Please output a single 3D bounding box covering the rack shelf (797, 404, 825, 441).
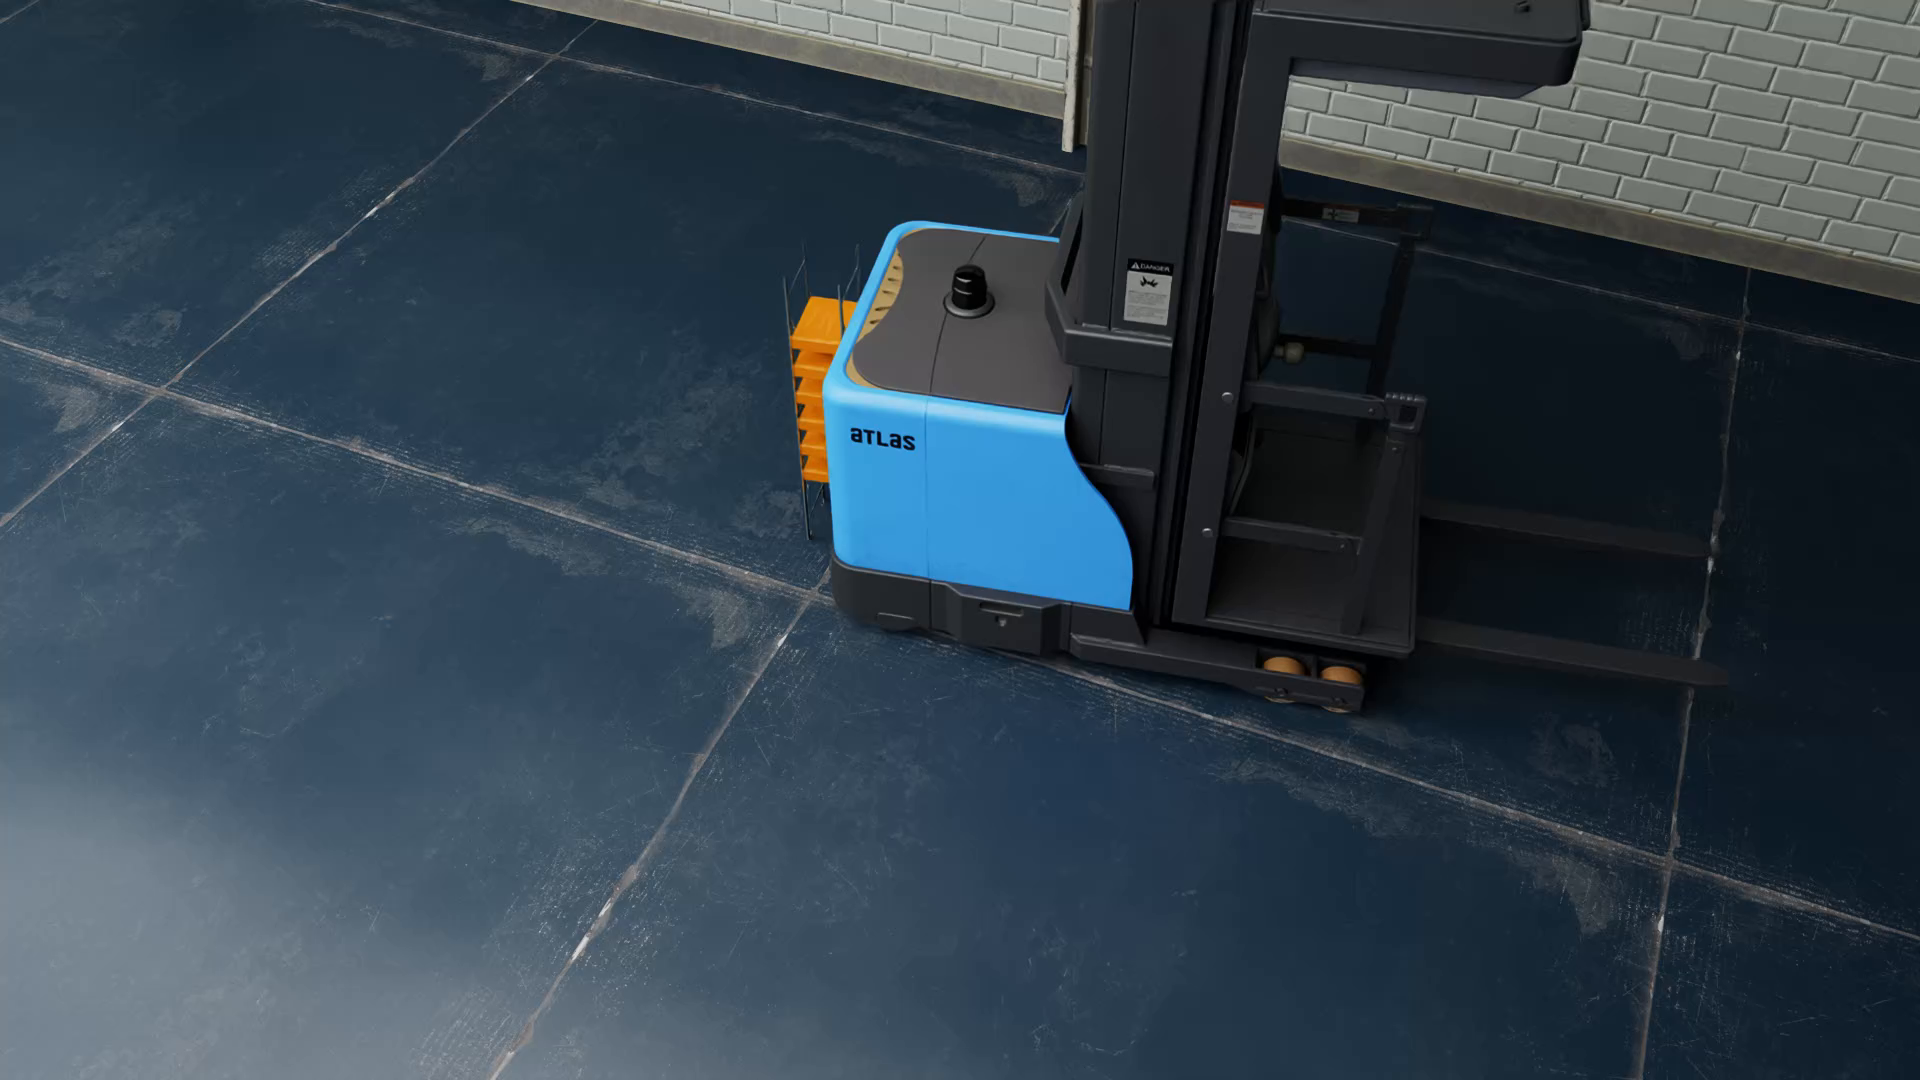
[{"bbox_3d":[-0.456,-0.460,5.924,0.180,0.103,0.258,9,46,9],"label":"rack shelf"}]

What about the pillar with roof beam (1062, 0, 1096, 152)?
[{"bbox_3d":[-0.917,-2.351,2.233,0.400,9.000,9.100,16,47,16],"label":"pillar with roof beam"}]

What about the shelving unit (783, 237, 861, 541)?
[{"bbox_3d":[-0.456,-0.491,5.893,0.189,1.200,0.258,9,46,9],"label":"shelving unit"}]

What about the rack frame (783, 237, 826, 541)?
[{"bbox_3d":[-0.545,-0.505,5.907,0.006,1.200,0.240,9,46,9],"label":"rack frame"}]

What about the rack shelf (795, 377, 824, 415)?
[{"bbox_3d":[-0.456,-0.545,5.840,0.180,0.103,0.258,9,46,9],"label":"rack shelf"}]

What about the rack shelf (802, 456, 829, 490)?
[{"bbox_3d":[-0.456,-0.289,6.094,0.180,0.103,0.258,9,46,9],"label":"rack shelf"}]

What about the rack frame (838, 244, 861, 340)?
[{"bbox_3d":[-0.367,-0.477,5.879,0.006,1.200,0.240,9,46,9],"label":"rack frame"}]

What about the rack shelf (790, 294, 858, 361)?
[{"bbox_3d":[-0.456,-0.715,5.670,0.180,0.103,0.258,9,46,9],"label":"rack shelf"}]

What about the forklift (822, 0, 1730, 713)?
[{"bbox_3d":[1.120,-0.865,5.041,3.031,2.935,1.130,9,46,9],"label":"forklift"}]

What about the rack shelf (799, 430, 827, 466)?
[{"bbox_3d":[-0.456,-0.375,6.009,0.180,0.103,0.258,9,46,9],"label":"rack shelf"}]

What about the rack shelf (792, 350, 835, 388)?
[{"bbox_3d":[-0.456,-0.630,5.755,0.180,0.103,0.258,9,46,9],"label":"rack shelf"}]
